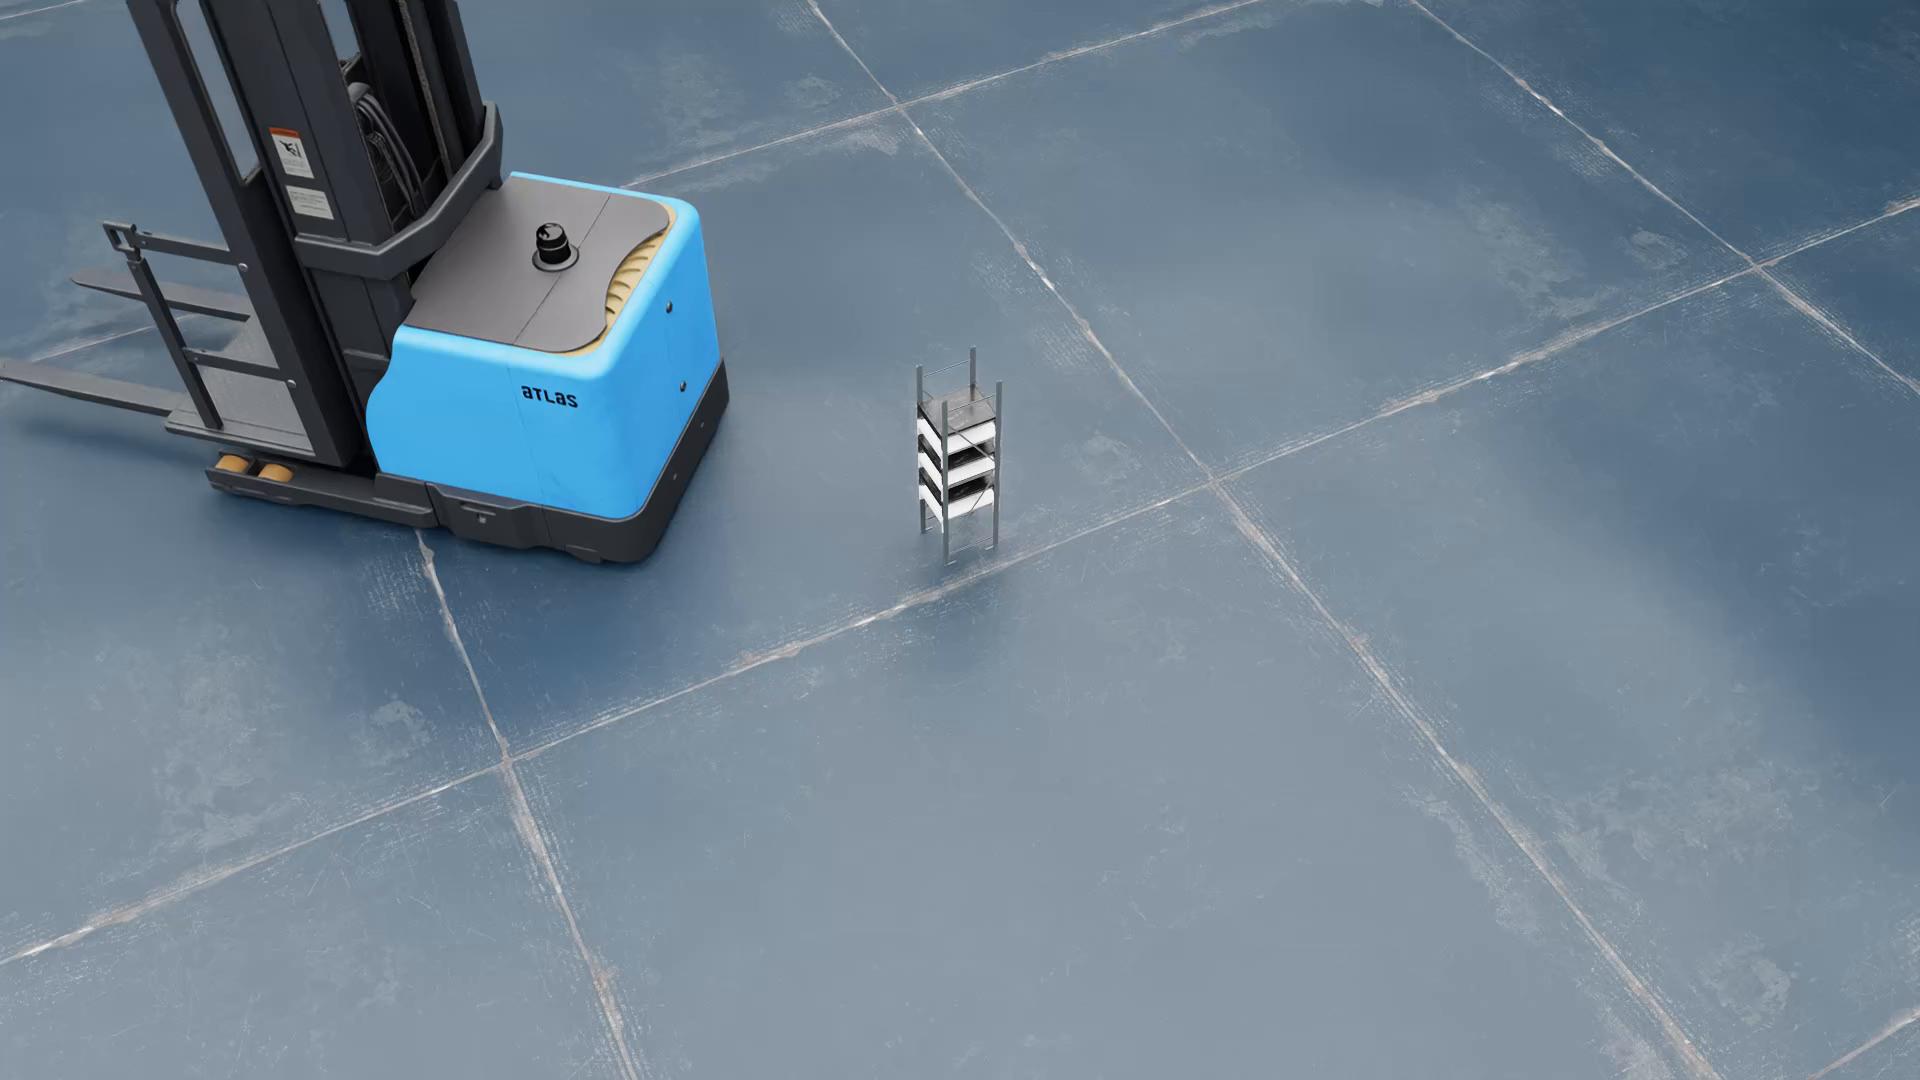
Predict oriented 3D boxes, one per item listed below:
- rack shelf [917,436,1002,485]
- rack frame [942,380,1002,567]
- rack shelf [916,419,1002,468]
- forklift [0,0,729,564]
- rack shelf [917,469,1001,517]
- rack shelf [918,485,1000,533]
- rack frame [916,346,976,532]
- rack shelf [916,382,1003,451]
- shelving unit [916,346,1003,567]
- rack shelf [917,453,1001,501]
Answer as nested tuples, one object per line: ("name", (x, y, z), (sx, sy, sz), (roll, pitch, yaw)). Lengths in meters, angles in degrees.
("rack shelf", (-0.004, -0.339, 6.266), (0.258, 0.077, 0.200), (-21, 52, -18))
("rack frame", (0.043, -0.234, 6.249), (0.240, 0.900, 0.006), (-21, 52, -18))
("rack shelf", (-0.004, -0.398, 6.198), (0.258, 0.077, 0.200), (-21, 52, -18))
("forklift", (-2.555, -1.485, 5.994), (3.031, 2.935, 1.130), (11, 50, 10))
("rack shelf", (-0.004, -0.221, 6.401), (0.258, 0.077, 0.200), (-21, 52, -18))
("rack shelf", (-0.004, -0.161, 6.469), (0.258, 0.077, 0.200), (-21, 52, -18))
("rack frame", (-0.050, -0.370, 6.368), (0.240, 0.900, 0.006), (-21, 52, -18))
("rack shelf", (-0.004, -0.458, 6.131), (0.258, 0.077, 0.200), (-21, 52, -18))
("shelving unit", (-0.004, -0.302, 6.309), (0.258, 0.900, 0.210), (-21, 52, -18))
("rack shelf", (-0.004, -0.280, 6.334), (0.258, 0.077, 0.200), (-21, 52, -18))
